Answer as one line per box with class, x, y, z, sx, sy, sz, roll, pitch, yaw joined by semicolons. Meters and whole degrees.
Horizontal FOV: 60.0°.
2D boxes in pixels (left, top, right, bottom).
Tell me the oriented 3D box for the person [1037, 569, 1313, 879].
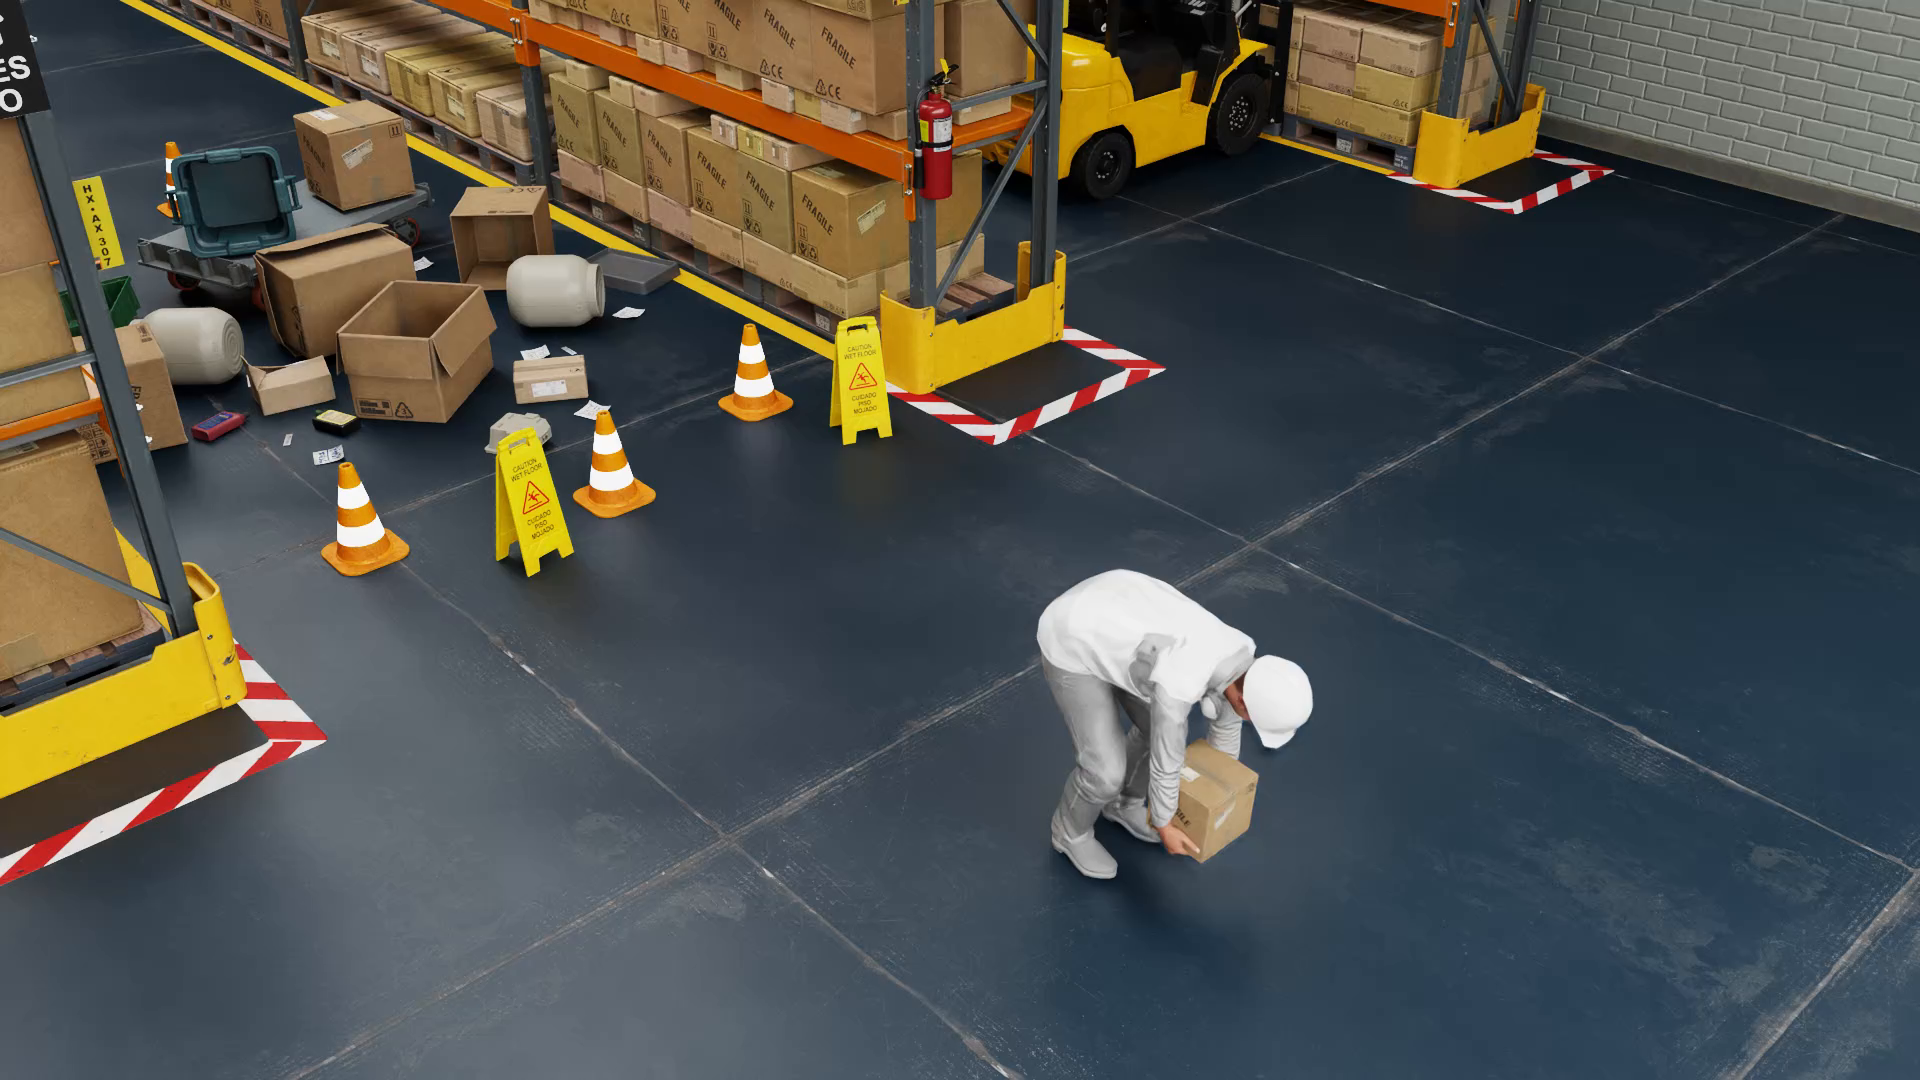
person;0.706;0.701;5.590;0.466;1.123;1.008;-27;41;-37
